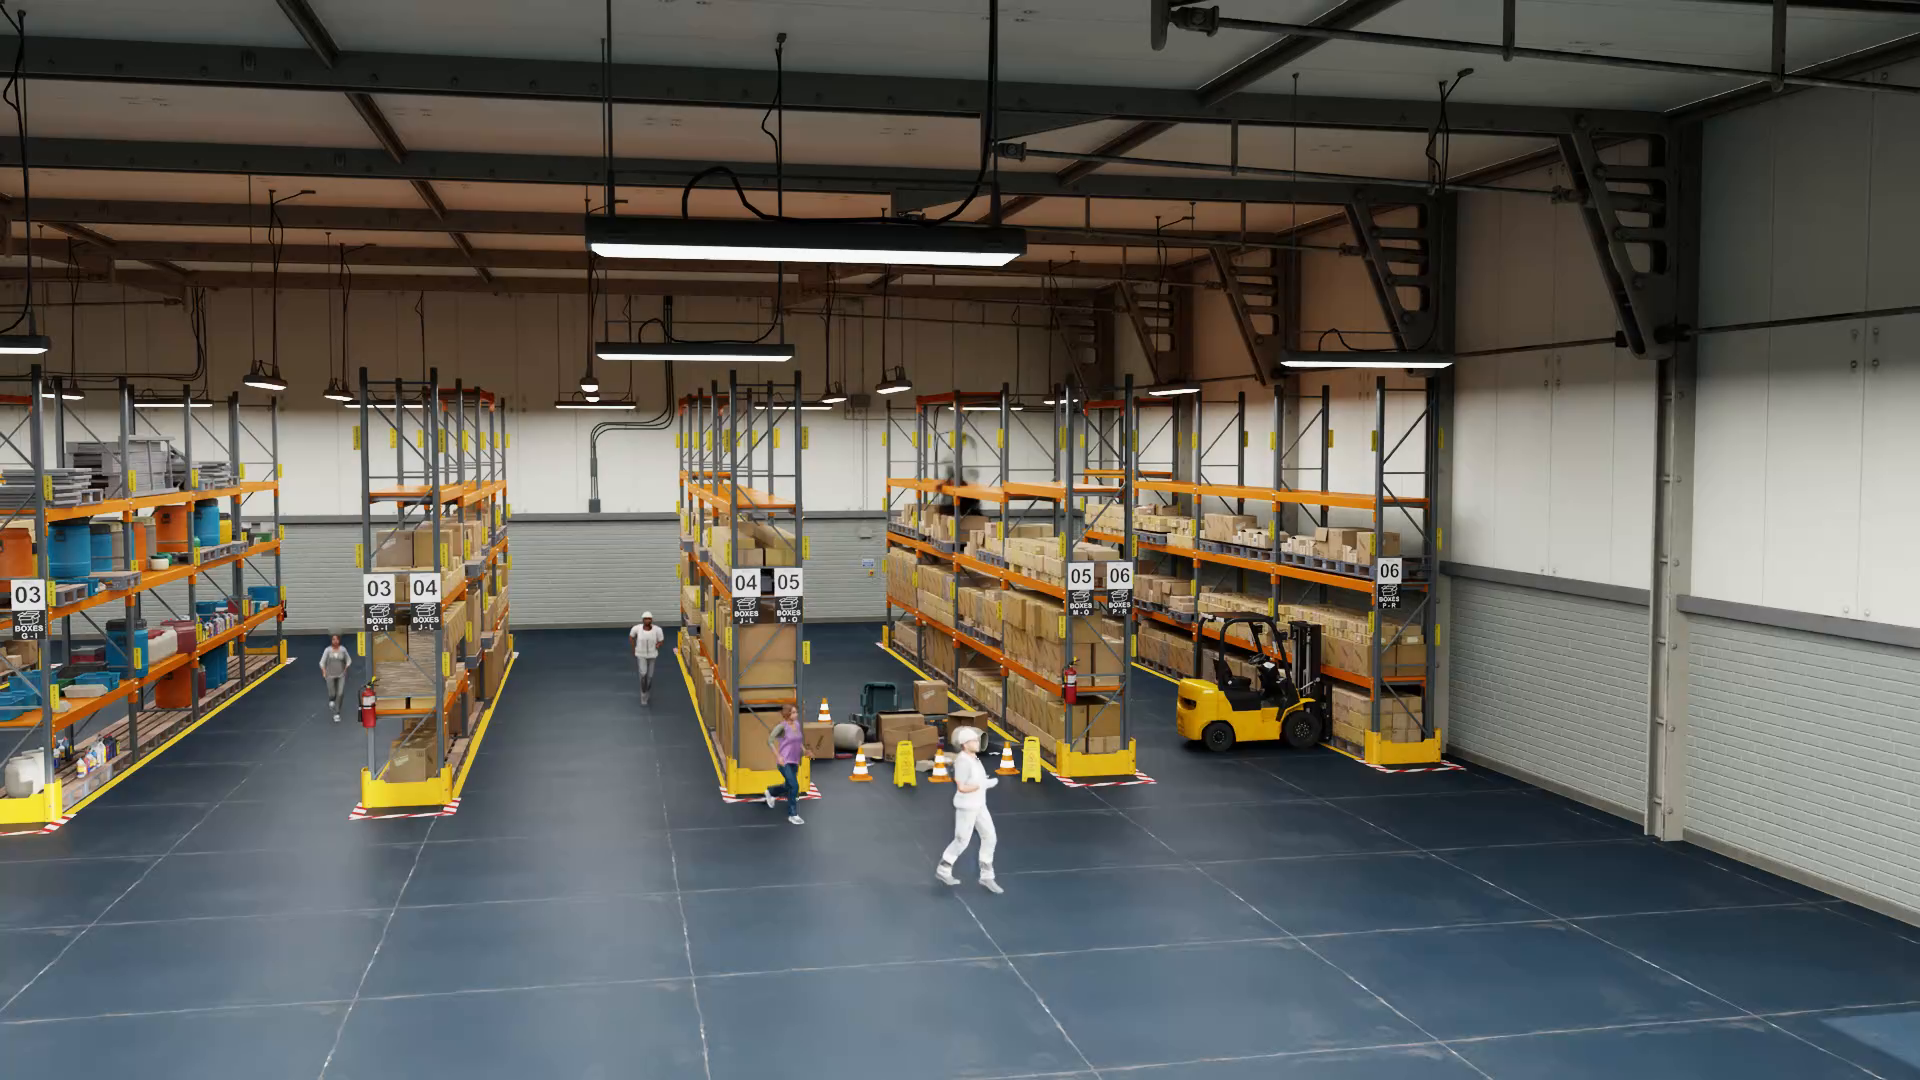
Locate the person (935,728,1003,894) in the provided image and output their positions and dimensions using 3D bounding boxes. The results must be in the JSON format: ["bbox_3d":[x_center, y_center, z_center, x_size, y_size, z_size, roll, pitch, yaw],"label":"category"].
[{"bbox_3d":[0.096,3.000,18.427,0.774,1.840,0.639,2,4,25],"label":"person"}]

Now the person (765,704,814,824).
[{"bbox_3d":[-2.329,2.925,21.889,0.745,1.570,0.526,2,4,36],"label":"person"}]

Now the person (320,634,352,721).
[{"bbox_3d":[-11.199,2.456,29.849,0.537,1.558,0.549,-2,4,-24],"label":"person"}]

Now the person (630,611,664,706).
[{"bbox_3d":[-5.959,2.249,31.735,0.606,1.801,0.839,-1,4,-22],"label":"person"}]
